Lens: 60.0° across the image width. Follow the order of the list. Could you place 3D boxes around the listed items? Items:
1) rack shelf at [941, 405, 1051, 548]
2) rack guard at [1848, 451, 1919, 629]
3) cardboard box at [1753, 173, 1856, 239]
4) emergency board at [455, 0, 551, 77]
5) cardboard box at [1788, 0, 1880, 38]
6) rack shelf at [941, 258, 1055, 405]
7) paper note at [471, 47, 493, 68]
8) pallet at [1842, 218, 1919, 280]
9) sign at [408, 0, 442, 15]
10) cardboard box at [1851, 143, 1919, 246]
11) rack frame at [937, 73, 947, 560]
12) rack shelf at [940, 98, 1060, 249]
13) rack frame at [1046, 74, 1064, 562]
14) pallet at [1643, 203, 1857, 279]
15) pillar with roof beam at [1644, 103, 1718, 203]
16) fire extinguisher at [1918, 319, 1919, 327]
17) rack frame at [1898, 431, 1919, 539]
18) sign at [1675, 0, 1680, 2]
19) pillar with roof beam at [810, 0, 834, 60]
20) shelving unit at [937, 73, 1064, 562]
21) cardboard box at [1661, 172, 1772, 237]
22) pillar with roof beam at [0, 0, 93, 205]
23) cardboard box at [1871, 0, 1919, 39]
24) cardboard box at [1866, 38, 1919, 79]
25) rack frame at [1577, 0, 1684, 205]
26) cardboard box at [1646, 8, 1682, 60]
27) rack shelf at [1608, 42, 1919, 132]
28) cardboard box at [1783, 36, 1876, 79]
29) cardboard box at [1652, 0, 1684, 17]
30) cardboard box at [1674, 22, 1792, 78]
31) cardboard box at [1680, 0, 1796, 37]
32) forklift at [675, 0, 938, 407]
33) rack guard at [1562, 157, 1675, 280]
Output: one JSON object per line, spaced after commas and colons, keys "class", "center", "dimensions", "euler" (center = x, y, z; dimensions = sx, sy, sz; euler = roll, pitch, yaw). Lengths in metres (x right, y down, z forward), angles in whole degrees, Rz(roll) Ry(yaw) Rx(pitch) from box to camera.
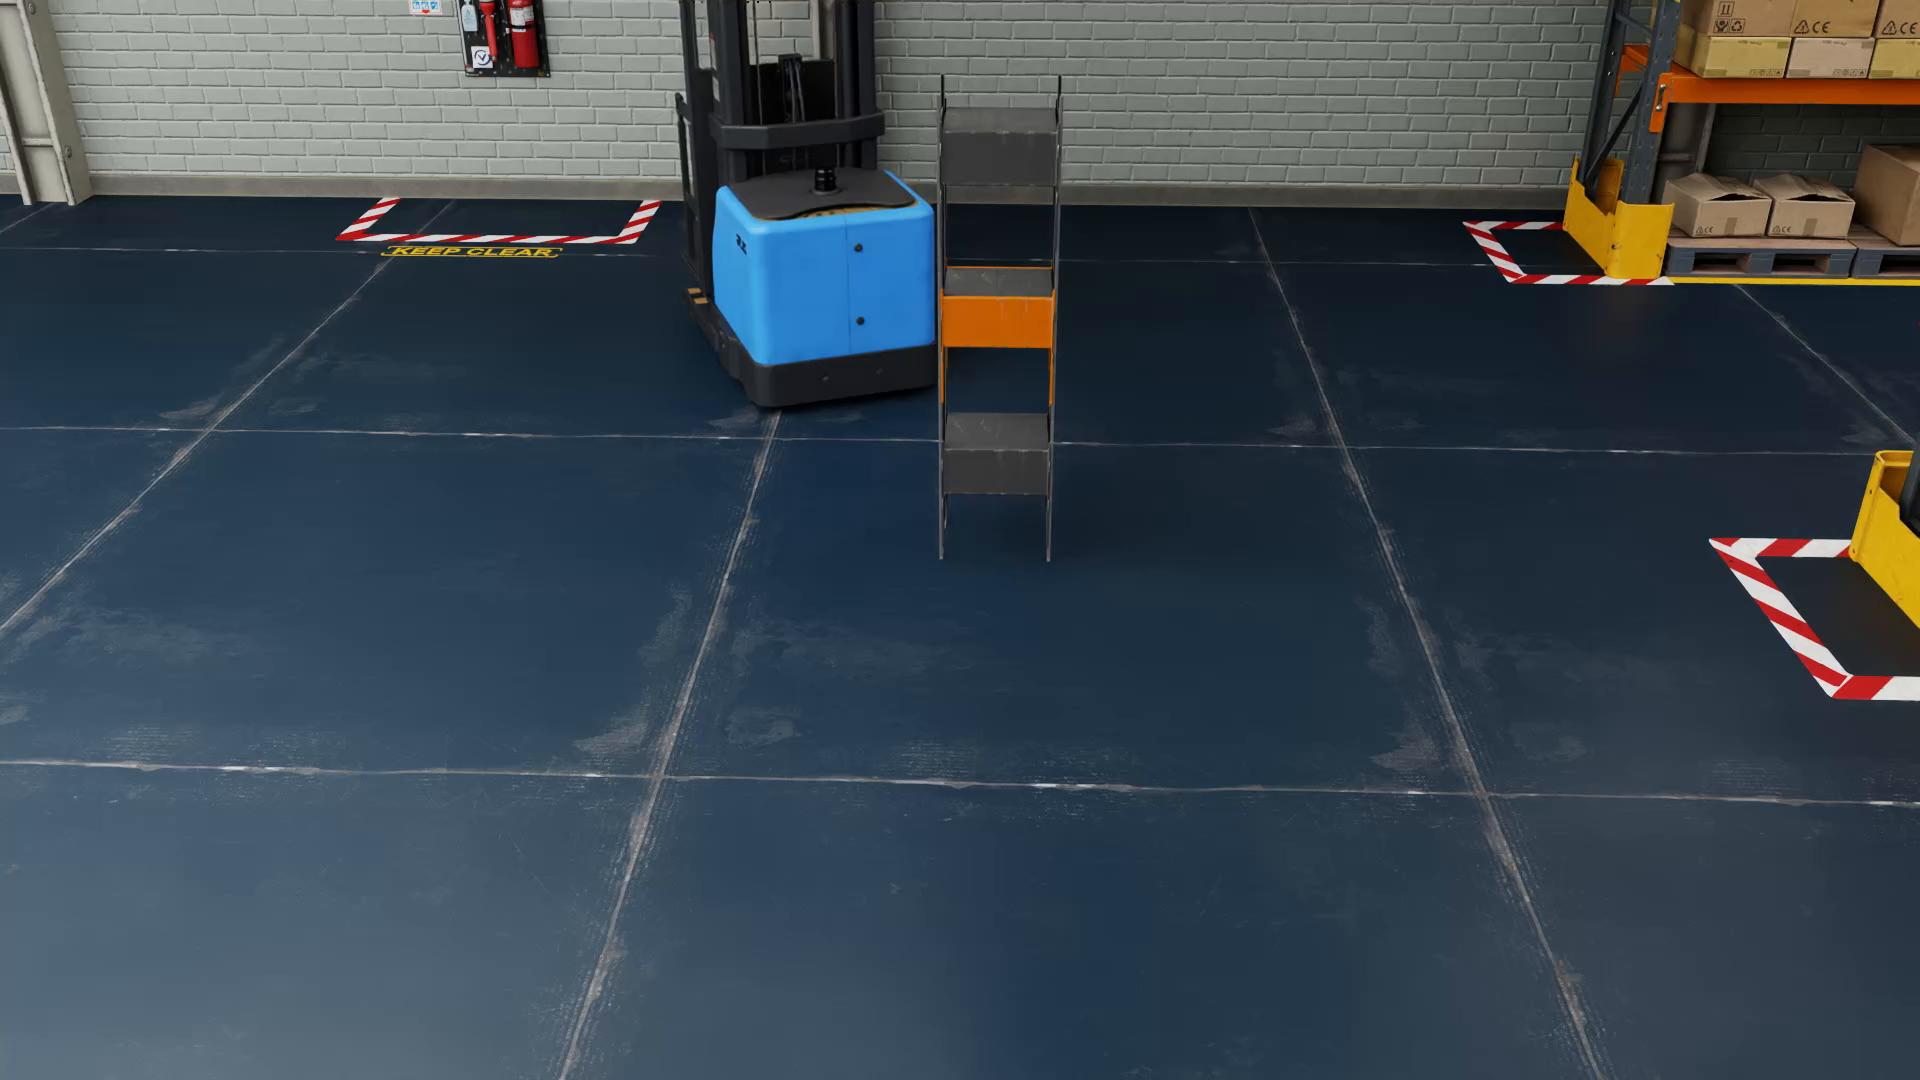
{"class": "rack shelf", "center": [0.165, -0.294, 7.587], "dimensions": [0.480, 0.518, 0.431], "euler": [1, 28, 2]}
{"class": "rack guard", "center": [4.225, 0.097, 7.033], "dimensions": [0.348, 0.500, 1.175], "euler": [1, 28, 2]}
{"class": "cardboard box", "center": [5.678, -2.269, 11.229], "dimensions": [0.500, 0.311, 0.500], "euler": [3, 28, 6]}
{"class": "emergency board", "center": [-3.314, -3.877, 11.861], "dimensions": [0.643, 1.169, 0.194], "euler": [1, 28, 2]}
{"class": "cardboard box", "center": [5.380, -3.438, 10.372], "dimensions": [0.500, 0.500, 0.500], "euler": [1, 28, 2]}
{"class": "rack shelf", "center": [0.165, -0.913, 7.259], "dimensions": [0.480, 0.518, 0.431], "euler": [1, 28, 2]}
{"class": "paper note", "center": [-3.489, -3.523, 12.134], "dimensions": [0.142, 0.148, 0.016], "euler": [1, 28, 2]}
{"class": "pallet", "center": [6.523, -2.041, 11.375], "dimensions": [1.213, 0.211, 1.003], "euler": [1, 28, 2]}
{"class": "sign", "center": [-3.863, -3.950, 11.961], "dimensions": [0.234, 0.329, 0.001], "euler": [1, 28, 2]}
{"class": "cardboard box", "center": [6.410, -2.317, 11.118], "dimensions": [0.500, 0.500, 0.700], "euler": [-1, 28, -1]}
{"class": "rack frame", "center": [-0.078, -0.929, 7.261], "dimensions": [0.015, 2.100, 0.400], "euler": [1, 28, 2]}
{"class": "rack shelf", "center": [0.165, -1.531, 6.932], "dimensions": [0.480, 0.518, 0.431], "euler": [1, 28, 2]}
{"class": "rack frame", "center": [0.409, -0.921, 7.245], "dimensions": [0.015, 2.100, 0.400], "euler": [1, 28, 2]}
{"class": "pallet", "center": [5.307, -2.063, 11.415], "dimensions": [1.213, 0.211, 1.003], "euler": [1, 28, 2]}
{"class": "pillar with roof beam", "center": [4.999, -4.355, 6.357], "dimensions": [0.400, 9.000, 9.100], "euler": [1, 28, 2]}
{"class": "fire extinguisher", "center": [4.148, -1.192, 6.879], "dimensions": [0.183, 0.674, 0.296], "euler": [1, 28, 2]}
{"class": "rack frame", "center": [4.249, -1.007, 6.447], "dimensions": [0.127, 3.000, 1.000], "euler": [1, 28, 2]}
{"class": "sign", "center": [4.401, -3.454, 10.139], "dimensions": [0.005, 0.325, 0.100], "euler": [1, 28, 2]}
{"class": "pillar with roof beam", "center": [-0.998, -4.454, 6.544], "dimensions": [0.400, 9.000, 9.100], "euler": [1, 28, 2]}
{"class": "shelving unit", "center": [0.165, -0.925, 7.253], "dimensions": [0.503, 2.100, 0.431], "euler": [1, 28, 2]}
{"class": "cardboard box", "center": [5.109, -2.279, 11.247], "dimensions": [0.500, 0.311, 0.500], "euler": [-2, 28, -4]}
{"class": "pillar with roof beam", "center": [-6.994, -4.553, 6.731], "dimensions": [0.400, 9.000, 9.100], "euler": [1, 28, 2]}
{"class": "cardboard box", "center": [5.897, -3.427, 10.350], "dimensions": [0.500, 0.500, 0.500], "euler": [0, 28, 0]}
{"class": "cardboard box", "center": [5.925, -3.099, 10.531], "dimensions": [0.500, 0.250, 0.500], "euler": [1, 28, 1]}
{"class": "rack frame", "center": [4.420, -3.326, 10.821], "dimensions": [0.127, 3.000, 1.000], "euler": [1, 28, 2]}
{"class": "cardboard box", "center": [4.894, -3.351, 11.008], "dimensions": [0.500, 0.250, 0.500], "euler": [1, 28, 3]}
{"class": "rack shelf", "center": [6.419, -2.975, 10.927], "dimensions": [4.000, 0.370, 1.077], "euler": [1, 28, 2]}
{"class": "cardboard box", "center": [5.416, -3.110, 10.553], "dimensions": [0.500, 0.250, 0.500], "euler": [0, 28, 0]}
{"class": "cardboard box", "center": [4.899, -3.691, 10.849], "dimensions": [0.500, 0.500, 0.500], "euler": [1, 28, 1]}
{"class": "cardboard box", "center": [4.897, -3.112, 10.556], "dimensions": [0.500, 0.250, 0.500], "euler": [0, 28, 0]}
{"class": "cardboard box", "center": [4.887, -3.451, 10.396], "dimensions": [0.500, 0.500, 0.500], "euler": [1, 28, 2]}
{"class": "forklift", "center": [-1.099, -2.680, 9.677], "dimensions": [1.130, 2.935, 3.031], "euler": [-10, 29, -17]}
{"class": "rack guard", "center": [4.496, -2.220, 11.404], "dimensions": [0.348, 0.500, 1.175], "euler": [1, 28, 2]}
